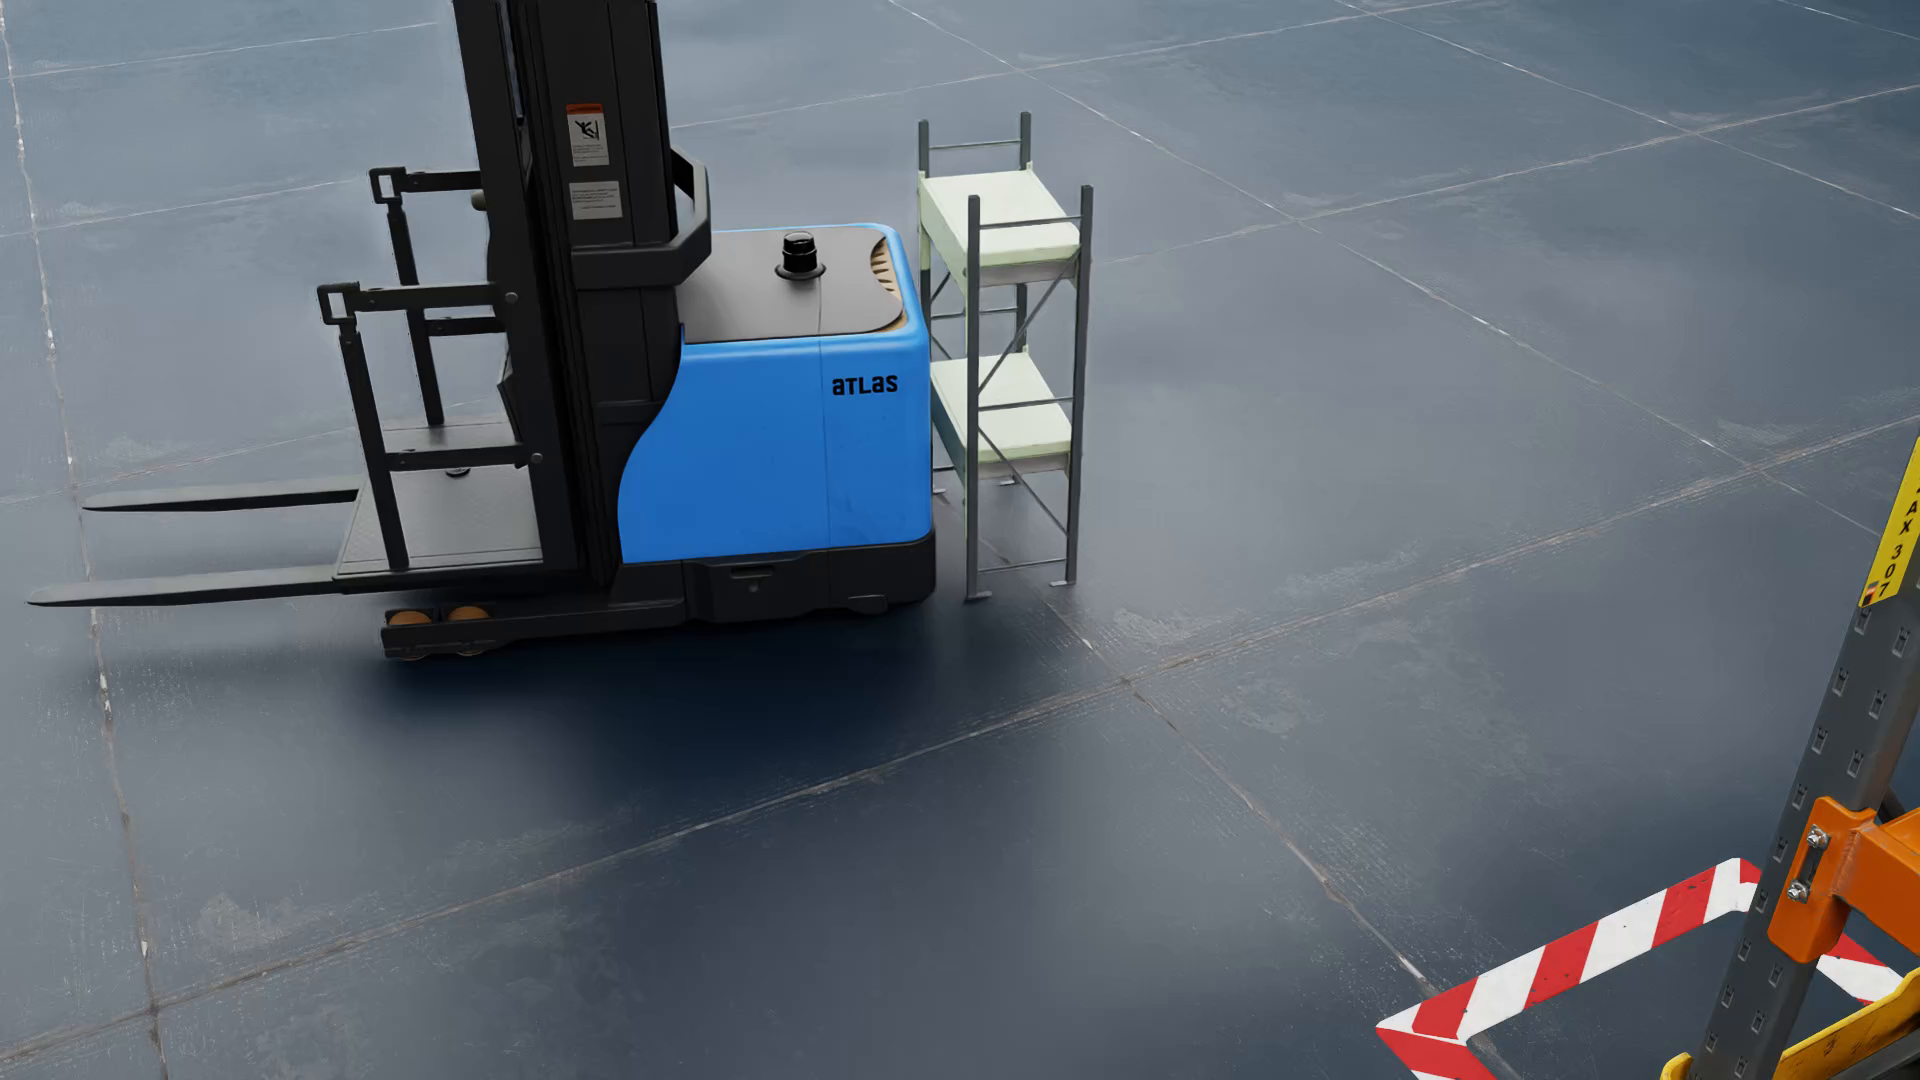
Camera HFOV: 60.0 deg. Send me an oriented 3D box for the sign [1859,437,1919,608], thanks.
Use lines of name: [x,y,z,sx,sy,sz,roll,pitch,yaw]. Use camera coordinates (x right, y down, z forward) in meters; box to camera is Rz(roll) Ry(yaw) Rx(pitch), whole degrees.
sign: [1.553,-0.036,2.723,0.100,0.325,0.005,-16,36,-23]

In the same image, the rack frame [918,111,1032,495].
rack frame: [0.052,-0.836,6.165,0.400,1.500,0.023,-7,33,-11]

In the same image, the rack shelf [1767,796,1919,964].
rack shelf: [2.966,1.449,1.874,1.077,0.370,4.000,-16,36,-23]

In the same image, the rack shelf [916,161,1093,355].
rack shelf: [0.137,-0.972,5.654,0.431,0.370,0.720,-7,33,-11]

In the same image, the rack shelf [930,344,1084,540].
rack shelf: [0.137,-0.369,6.041,0.431,0.370,0.720,-7,33,-11]

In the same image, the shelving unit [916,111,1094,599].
shelving unit: [0.137,-0.644,5.865,0.431,1.500,0.755,-7,33,-11]

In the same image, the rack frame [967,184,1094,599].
rack frame: [0.221,-0.452,5.565,0.400,1.500,0.023,-7,33,-11]

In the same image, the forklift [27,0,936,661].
forklift: [-1.645,-1.132,5.299,3.031,2.935,1.130,-4,33,-7]

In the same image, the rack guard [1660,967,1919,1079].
rack guard: [2.069,1.281,3.787,1.175,0.500,0.348,-16,36,-23]
